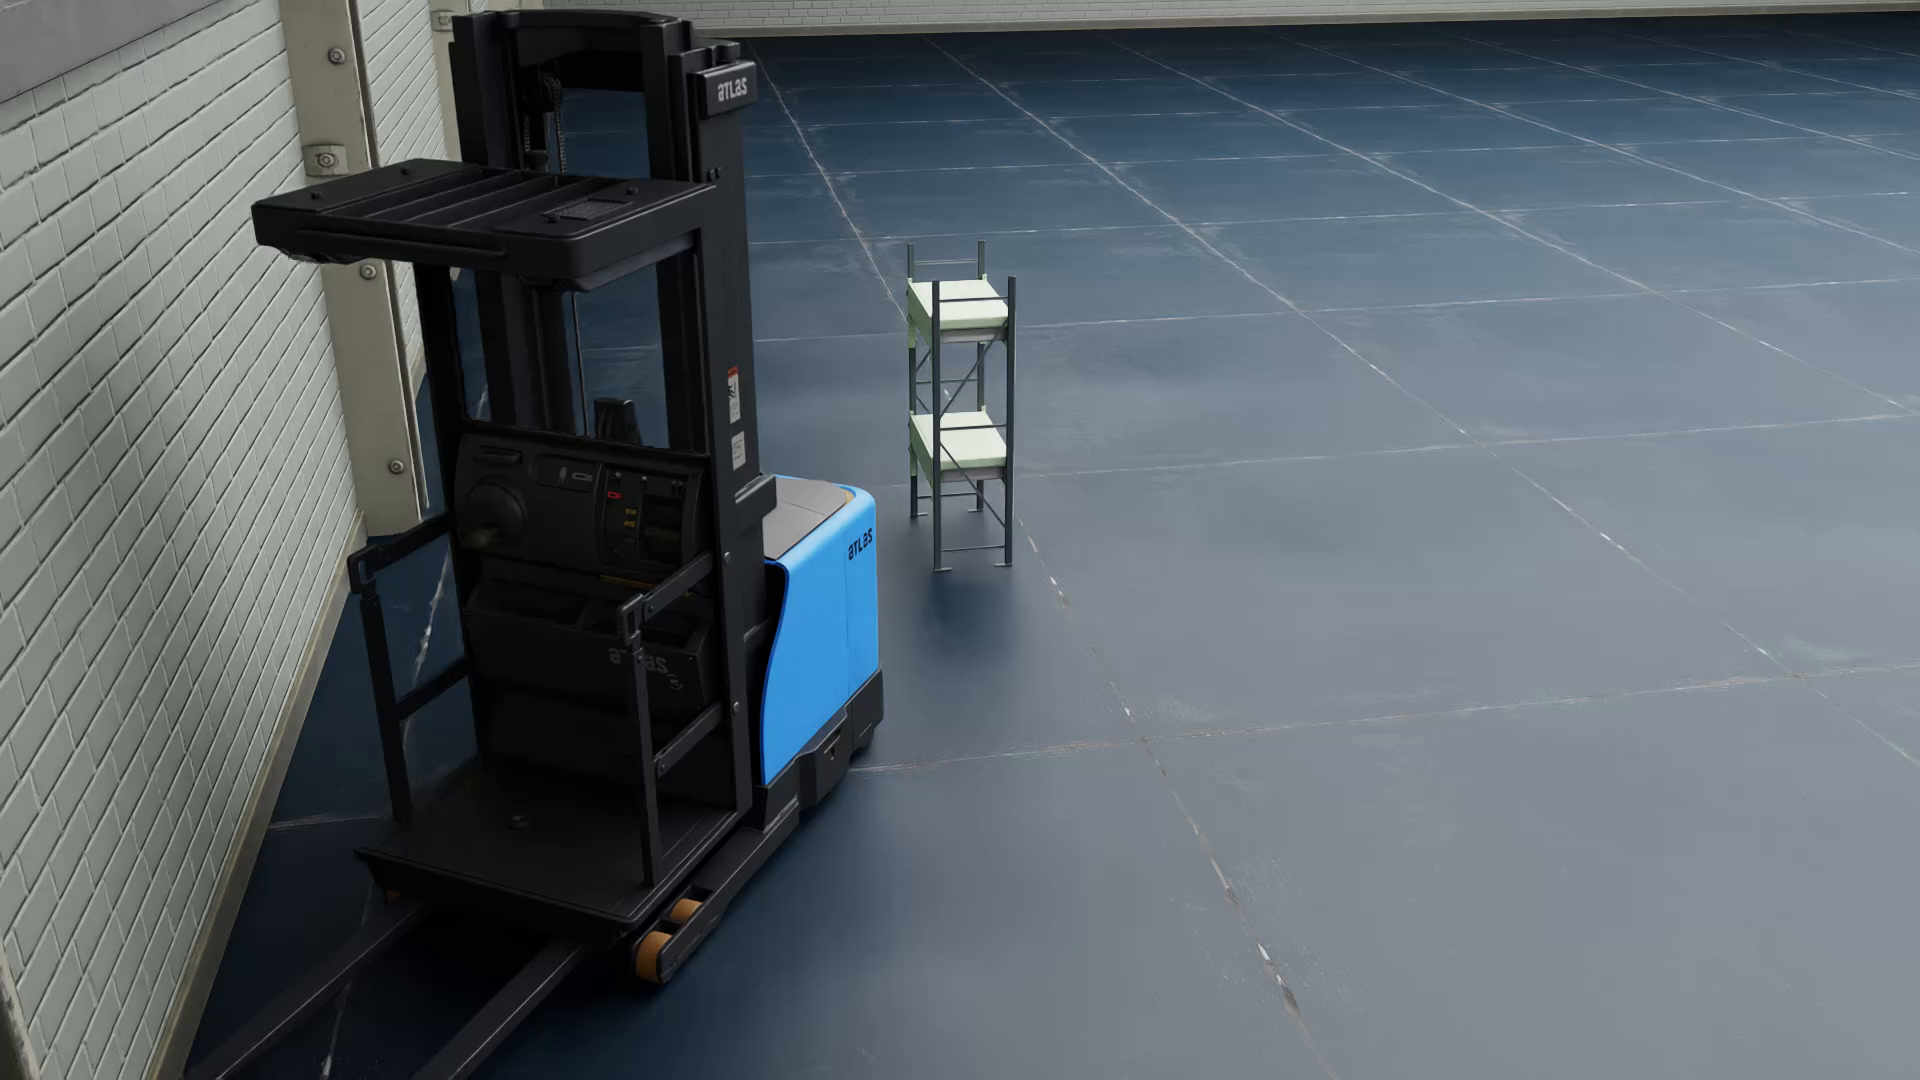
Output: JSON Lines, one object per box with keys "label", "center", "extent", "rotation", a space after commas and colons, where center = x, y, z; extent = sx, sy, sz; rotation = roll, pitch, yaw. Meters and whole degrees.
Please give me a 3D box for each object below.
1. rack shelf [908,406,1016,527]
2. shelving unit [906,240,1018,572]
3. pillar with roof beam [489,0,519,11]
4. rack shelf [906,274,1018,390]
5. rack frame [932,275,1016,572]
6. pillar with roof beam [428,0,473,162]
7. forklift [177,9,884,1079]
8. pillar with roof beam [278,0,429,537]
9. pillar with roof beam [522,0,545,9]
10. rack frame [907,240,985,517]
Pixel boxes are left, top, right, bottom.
{"label": "rack shelf", "center": [-0.001, -0.391, 8.586], "extent": [0.431, 0.370, 0.720], "rotation": [-4, 24, -10]}
{"label": "shelving unit", "center": [-0.001, -0.690, 8.456], "extent": [0.431, 1.500, 0.755], "rotation": [-4, 24, -10]}
{"label": "pillar with roof beam", "center": [-1.040, -9.268, 18.727], "extent": [9.100, 9.000, 0.400], "rotation": [-4, 24, -10]}
{"label": "rack shelf", "center": [-0.001, -1.048, 8.300], "extent": [0.431, 0.370, 0.720], "rotation": [-4, 24, -10]}
{"label": "rack frame", "center": [0.066, -0.546, 8.126], "extent": [0.400, 1.500, 0.023], "rotation": [-4, 24, -10]}
{"label": "pillar with roof beam", "center": [0.070, -6.908, 13.324], "extent": [9.100, 9.000, 0.400], "rotation": [-4, 24, -10]}
{"label": "forklift", "center": [-1.340, -0.087, 5.286], "extent": [1.130, 2.935, 3.031], "rotation": [9, 25, 20]}
{"label": "pillar with roof beam", "center": [1.179, -4.548, 7.920], "extent": [9.100, 9.000, 0.400], "rotation": [-4, 24, -10]}
{"label": "pillar with roof beam", "center": [-2.149, -11.628, 24.131], "extent": [9.100, 9.000, 0.400], "rotation": [-4, 24, -10]}
{"label": "rack frame", "center": [-0.069, -0.834, 8.785], "extent": [0.400, 1.500, 0.023], "rotation": [-4, 24, -10]}
